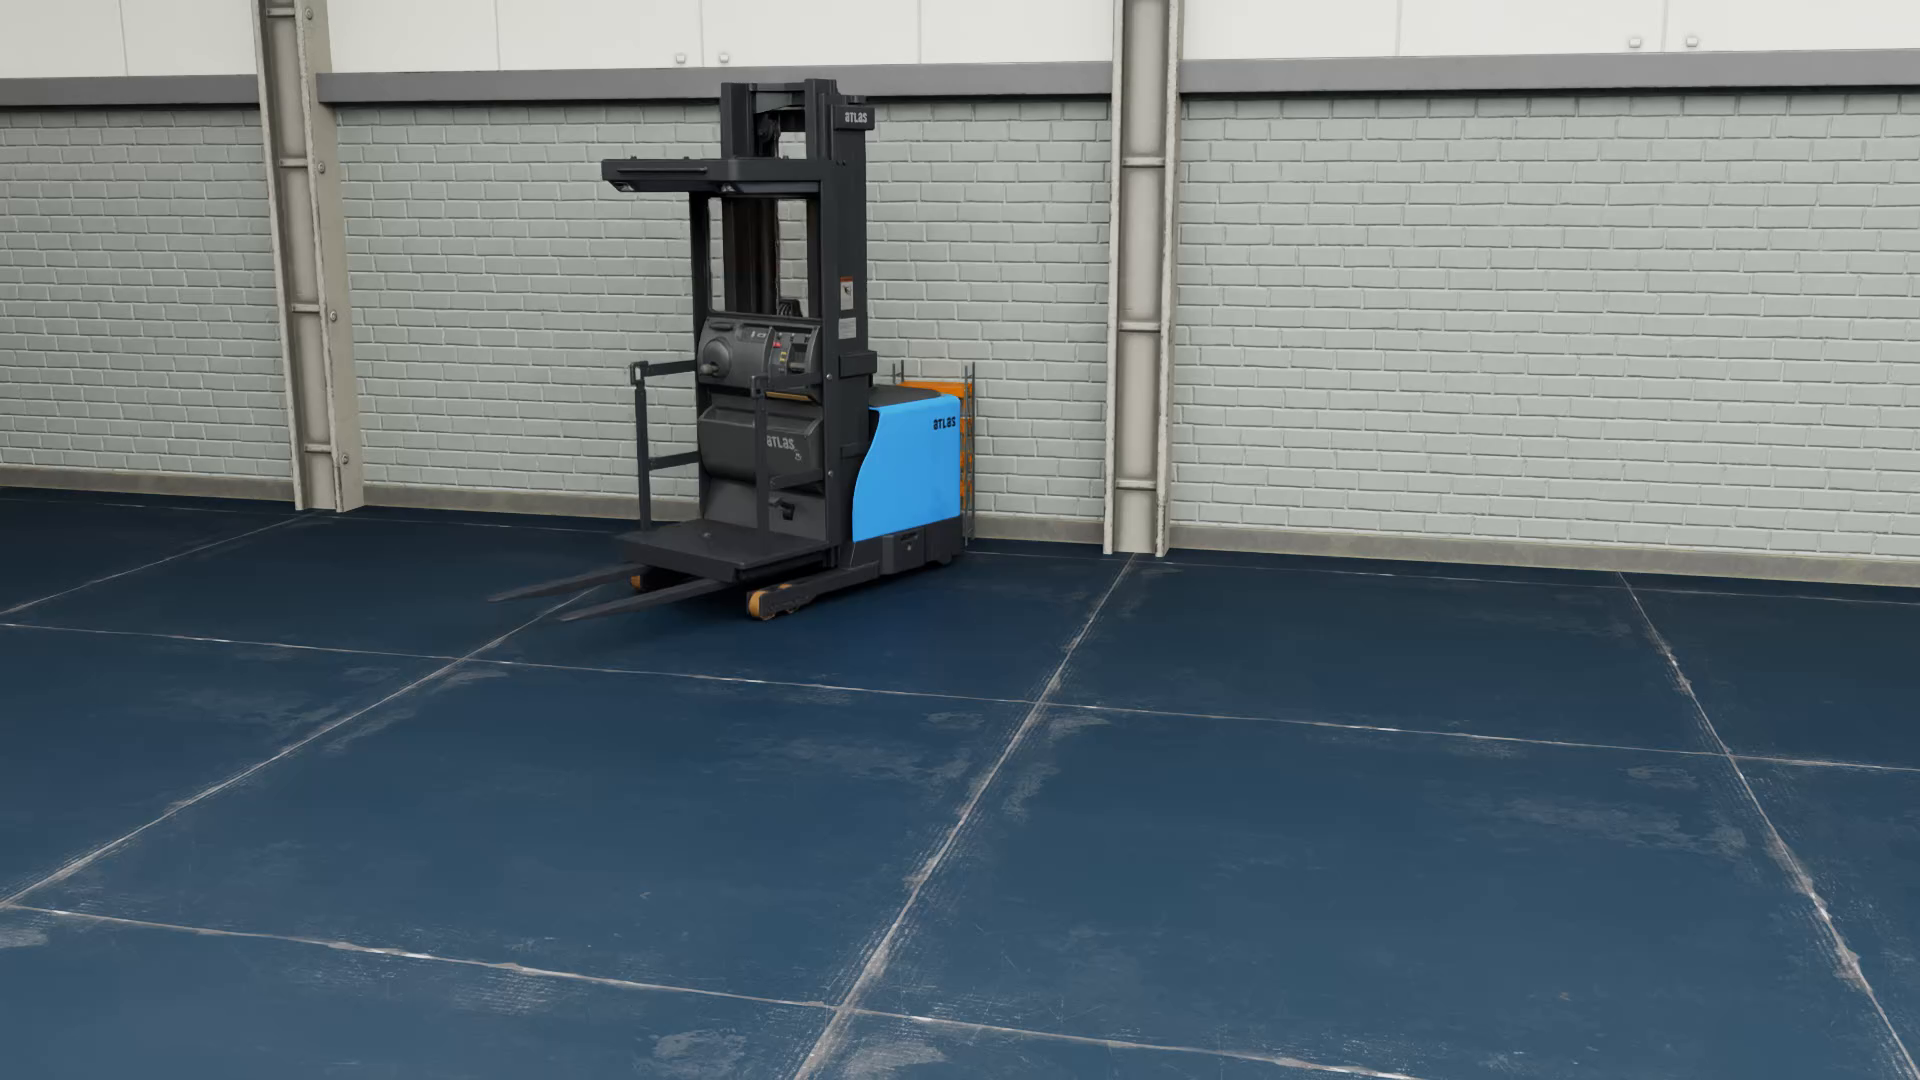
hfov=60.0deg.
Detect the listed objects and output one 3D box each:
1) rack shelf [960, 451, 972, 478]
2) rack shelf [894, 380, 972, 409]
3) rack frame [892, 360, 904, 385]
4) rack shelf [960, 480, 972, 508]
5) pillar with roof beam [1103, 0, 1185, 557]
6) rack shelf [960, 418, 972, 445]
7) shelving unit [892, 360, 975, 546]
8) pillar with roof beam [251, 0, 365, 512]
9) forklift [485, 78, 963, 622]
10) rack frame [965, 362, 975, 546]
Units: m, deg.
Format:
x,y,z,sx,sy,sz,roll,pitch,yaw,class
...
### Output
x,y,z,sx,sy,sz,roll,pitch,yaw,class
-0.172,-0.518,11.107,0.480,0.148,0.258,3,13,13,rack shelf
-0.172,-0.967,11.006,0.480,0.148,0.258,3,13,13,rack shelf
-0.409,-0.596,11.147,0.015,1.200,0.240,3,13,13,rack frame
-0.172,-0.324,11.150,0.480,0.148,0.258,3,13,13,rack shelf
0.129,-3.421,5.878,0.400,9.000,9.100,3,13,14,pillar with roof beam
-0.172,-0.736,11.058,0.480,0.148,0.258,3,13,13,rack shelf
-0.172,-0.583,11.092,0.503,1.200,0.258,3,13,13,shelving unit
-5.697,-3.733,7.282,0.400,9.000,9.100,3,13,14,pillar with roof beam
-1.301,-1.108,9.461,1.130,2.935,3.031,10,16,38,forklift
0.065,-0.571,11.037,0.015,1.200,0.240,3,13,13,rack frame
